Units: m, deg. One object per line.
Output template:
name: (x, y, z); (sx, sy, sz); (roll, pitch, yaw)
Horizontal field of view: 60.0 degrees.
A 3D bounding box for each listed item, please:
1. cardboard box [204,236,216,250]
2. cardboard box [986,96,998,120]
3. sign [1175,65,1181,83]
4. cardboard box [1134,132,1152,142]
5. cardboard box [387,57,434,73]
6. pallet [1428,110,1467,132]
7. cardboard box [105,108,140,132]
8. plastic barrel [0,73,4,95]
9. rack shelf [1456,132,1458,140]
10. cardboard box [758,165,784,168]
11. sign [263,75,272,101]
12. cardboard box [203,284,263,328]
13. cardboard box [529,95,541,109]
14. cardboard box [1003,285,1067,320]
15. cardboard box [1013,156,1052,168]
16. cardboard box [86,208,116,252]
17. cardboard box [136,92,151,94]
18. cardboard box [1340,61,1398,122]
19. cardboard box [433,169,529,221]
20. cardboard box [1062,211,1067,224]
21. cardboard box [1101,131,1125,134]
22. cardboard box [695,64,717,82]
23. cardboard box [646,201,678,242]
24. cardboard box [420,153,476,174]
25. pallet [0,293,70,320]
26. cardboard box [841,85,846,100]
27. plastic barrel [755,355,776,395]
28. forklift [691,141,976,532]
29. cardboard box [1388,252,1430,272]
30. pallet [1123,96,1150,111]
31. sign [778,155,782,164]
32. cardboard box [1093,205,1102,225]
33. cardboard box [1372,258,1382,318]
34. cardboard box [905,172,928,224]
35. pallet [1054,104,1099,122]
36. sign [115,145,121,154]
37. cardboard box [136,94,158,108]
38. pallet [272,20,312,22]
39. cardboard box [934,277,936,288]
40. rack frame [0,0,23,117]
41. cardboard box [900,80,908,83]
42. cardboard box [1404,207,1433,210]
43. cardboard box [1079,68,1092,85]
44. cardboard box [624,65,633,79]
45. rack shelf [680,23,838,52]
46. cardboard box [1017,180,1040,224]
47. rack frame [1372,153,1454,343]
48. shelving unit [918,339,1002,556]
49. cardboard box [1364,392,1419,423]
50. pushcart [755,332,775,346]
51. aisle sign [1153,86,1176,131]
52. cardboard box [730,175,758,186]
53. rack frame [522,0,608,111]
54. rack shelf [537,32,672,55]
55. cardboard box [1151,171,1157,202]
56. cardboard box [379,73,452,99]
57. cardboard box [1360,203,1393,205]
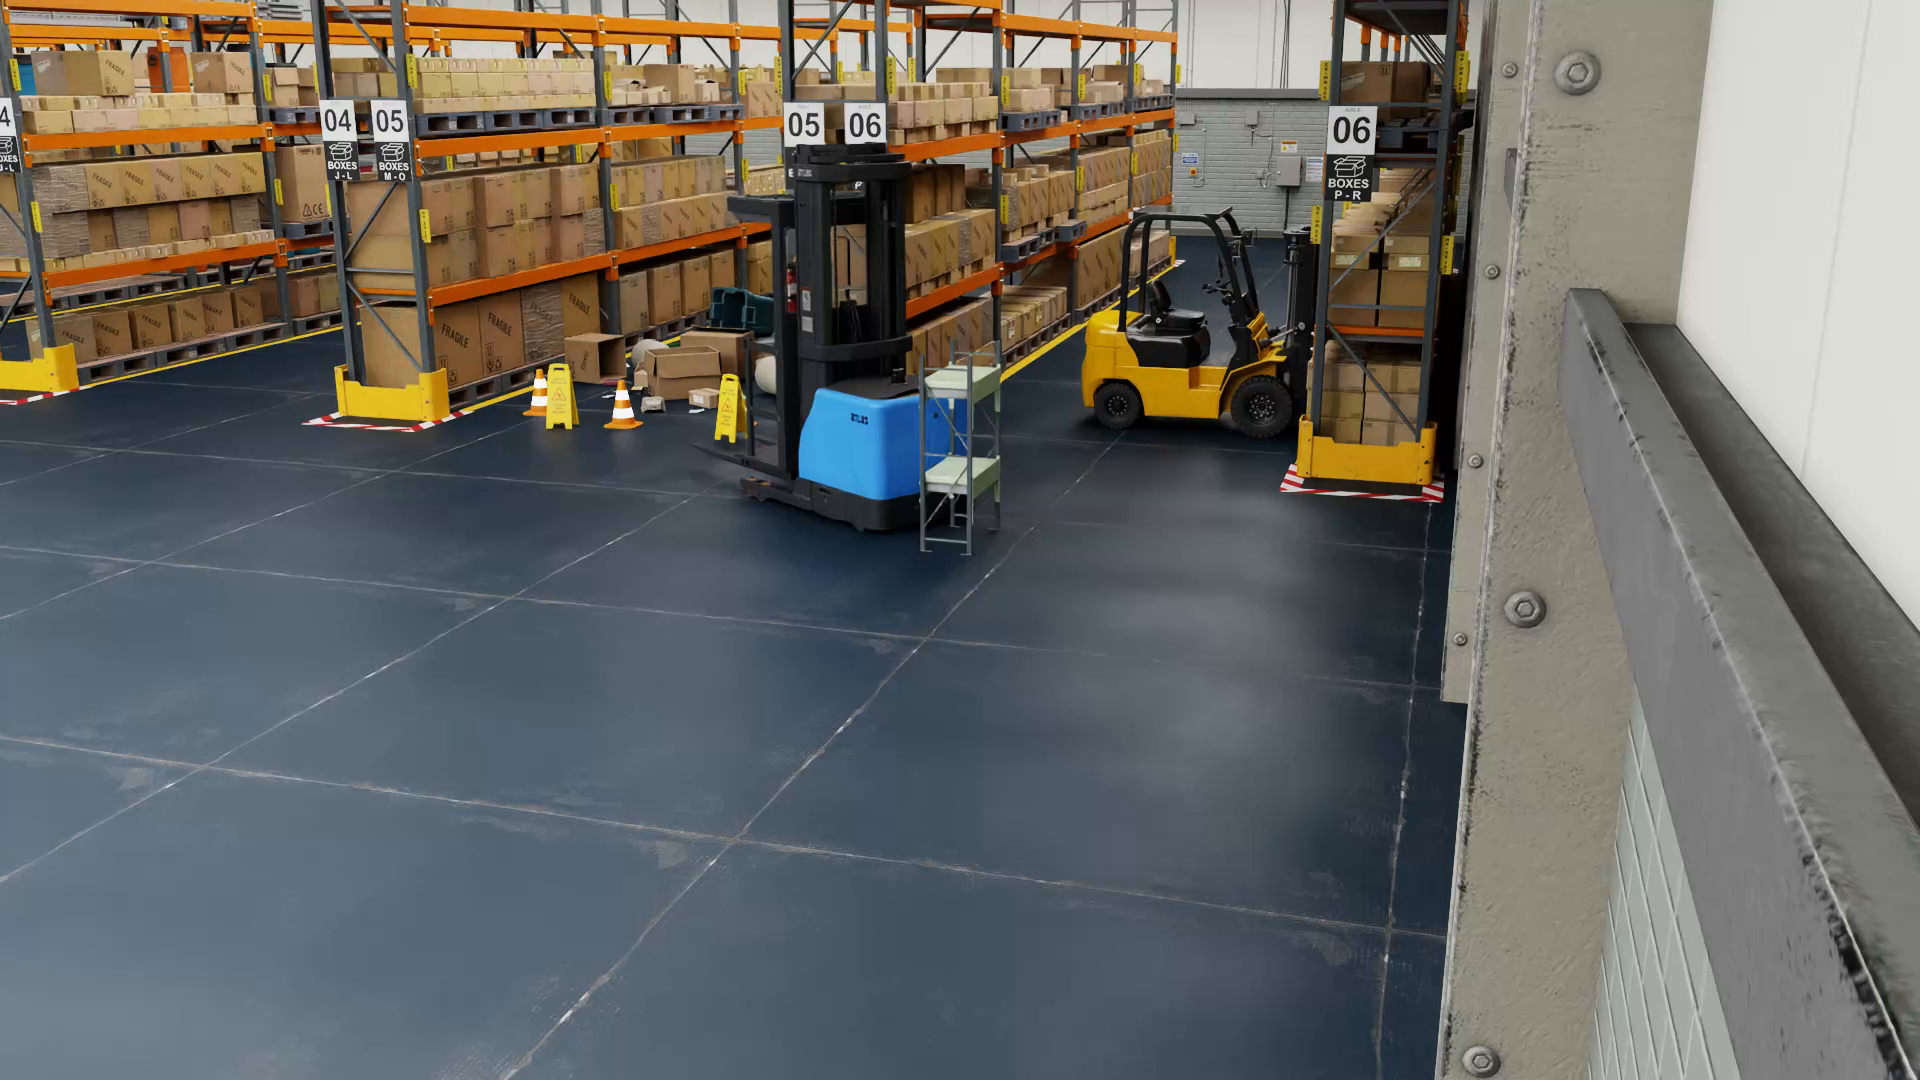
cardboard box: (-9.664, -3.760, 21.051); (0.380, 0.149, 0.250); (5, 16, 16)
cardboard box: (0.120, -4.824, 18.572); (0.500, 0.250, 0.500); (4, 16, 15)
sign: (3.914, -8.371, 29.871); (0.100, 0.325, 0.005); (5, 16, 16)
cardboard box: (3.050, -6.840, 28.244); (0.380, 0.149, 0.250); (5, 16, 16)
cardboard box: (-5.524, -4.776, 16.720); (0.380, 0.149, 0.250); (5, 17, 16)
pallet: (5.462, -4.984, 19.753); (1.003, 0.211, 1.213); (5, 17, 18)
cardboard box: (-9.981, -4.910, 19.421); (0.500, 0.250, 0.500); (5, 16, 16)
plastic barrel: (-14.140, -6.604, 24.201); (0.600, 0.901, 0.600); (0, 16, 0)
rack shelf: (6.453, -5.729, 23.353); (1.077, 0.370, 4.000); (5, 16, 16)
cardboard box: (-3.140, -6.123, 27.522); (0.380, 0.149, 0.250); (5, 17, 17)
sign: (-8.991, -5.867, 21.572); (0.100, 0.325, 0.005); (5, 16, 16)
cardboard box: (-9.666, -3.113, 22.119); (0.500, 0.500, 0.500); (4, 16, 14)
cardboard box: (-4.944, -4.923, 18.699); (0.380, 0.149, 0.250); (4, 16, 15)
cardboard box: (0.954, -3.284, 22.956); (0.950, 0.372, 0.625); (3, 16, 12)
cardboard box: (1.020, -5.178, 23.571); (0.500, 0.500, 0.500); (4, 16, 14)
cardboard box: (-10.441, -3.642, 19.443); (0.875, 0.500, 0.500); (5, 16, 16)
cardboard box: (-16.216, -8.687, 32.736); (0.500, 0.250, 0.500); (5, 16, 16)
cardboard box: (3.503, -3.892, 14.421); (0.500, 0.500, 0.500); (5, 17, 18)
cardboard box: (-5.398, -3.879, 18.754); (0.875, 0.550, 0.500); (5, 16, 16)
cardboard box: (1.221, -4.325, 22.272); (0.380, 0.149, 0.250); (4, 16, 15)
cardboard box: (2.649, -7.018, 28.869); (0.380, 0.149, 0.250); (5, 17, 16)
cardboard box: (-3.785, -6.836, 24.350); (0.396, 0.266, 0.258); (5, 16, 16)
cardboard box: (-4.092, -4.232, 22.068); (0.500, 0.500, 0.500); (5, 16, 16)
cardboard box: (-8.154, -5.982, 26.402); (0.797, 0.503, 0.637); (5, 17, 18)
pallet: (-14.077, -3.466, 24.662); (1.003, 0.211, 1.213); (5, 16, 16)
cardboard box: (-1.226, -4.282, 15.930); (0.380, 0.149, 0.250); (5, 17, 17)
plastic barrel: (-2.014, -1.818, 18.464); (0.421, 0.421, 0.512); (-10, 19, -32)
forklift: (-1.209, -1.809, 13.836); (1.130, 2.935, 3.031); (-13, 20, -38)
cardboard box: (3.956, -2.445, 14.580); (0.380, 0.149, 0.250); (4, 16, 14)
pallet: (2.504, -7.153, 27.217); (1.003, 0.211, 1.213); (5, 16, 16)
sign: (-3.036, -6.353, 28.146); (0.100, 0.325, 0.005); (5, 16, 16)
cardboard box: (1.788, -4.802, 24.537); (0.500, 0.250, 0.500); (5, 17, 18)
cardboard box: (3.655, -2.348, 15.428); (0.500, 0.500, 0.500); (5, 17, 18)
cardboard box: (-0.741, -3.616, 17.520); (0.700, 0.500, 0.500); (5, 16, 16)
pallet: (1.256, -6.018, 23.398); (1.213, 0.211, 1.003); (5, 17, 18)
sign: (-16.204, -7.592, 31.977); (0.100, 0.325, 0.005); (5, 16, 16)
cardboard box: (-9.860, -5.261, 19.929); (0.380, 0.149, 0.250); (4, 16, 14)
pallet: (-12.195, -9.076, 29.416); (1.003, 0.211, 1.213); (5, 16, 16)
cardboard box: (-0.468, -2.689, 17.274); (0.380, 0.149, 0.250); (5, 17, 18)
rack frame: (-10.651, -6.055, 17.685); (1.000, 3.000, 0.127); (5, 16, 16)
cardboard box: (-1.264, -8.415, 30.861); (0.500, 0.250, 0.500); (4, 16, 14)
cardboard box: (4.836, -3.396, 17.390); (0.380, 0.149, 0.250); (4, 16, 14)
cardboard box: (1.732, -7.025, 25.649); (0.500, 0.500, 0.500); (4, 16, 15)
cardboard box: (-6.576, -8.679, 31.297); (0.700, 0.500, 0.500); (3, 16, 12)
rack shelf: (-3.082, -7.721, 25.612); (1.077, 0.370, 4.000); (5, 16, 16)
cardboard box: (0.691, -4.200, 20.640); (0.500, 0.500, 0.500); (5, 16, 16)
rack frame: (5.884, -4.109, 21.819); (1.000, 3.000, 0.127); (5, 16, 16)
shelving unit: (0.007, -0.714, 12.598); (0.431, 1.500, 0.755); (5, 17, 17)
cardboard box: (3.944, -1.243, 15.067); (0.500, 0.250, 0.500); (5, 17, 17)
pushcart: (-2.213, -2.349, 20.418); (1.648, 0.377, 0.936); (-1, 16, -3)
aisle sign: (3.715, -7.831, 30.179); (0.394, 0.787, 0.004); (5, 16, 16)
cardboard box: (-3.259, -5.394, 24.951); (0.380, 0.149, 0.250); (4, 16, 14)
rack frame: (-4.787, -6.690, 19.925); (1.000, 3.000, 0.127); (5, 16, 16)
rack shelf: (-6.672, -9.179, 30.751); (1.077, 0.370, 4.000); (5, 16, 16)
cardboard box: (3.086, -6.086, 28.605); (0.500, 0.500, 0.500); (5, 17, 18)
cardboard box: (-5.541, -4.628, 16.929); (0.500, 0.250, 0.500); (5, 16, 16)
cardboard box: (4.968, -3.941, 19.856); (0.380, 0.149, 0.250); (4, 16, 14)
